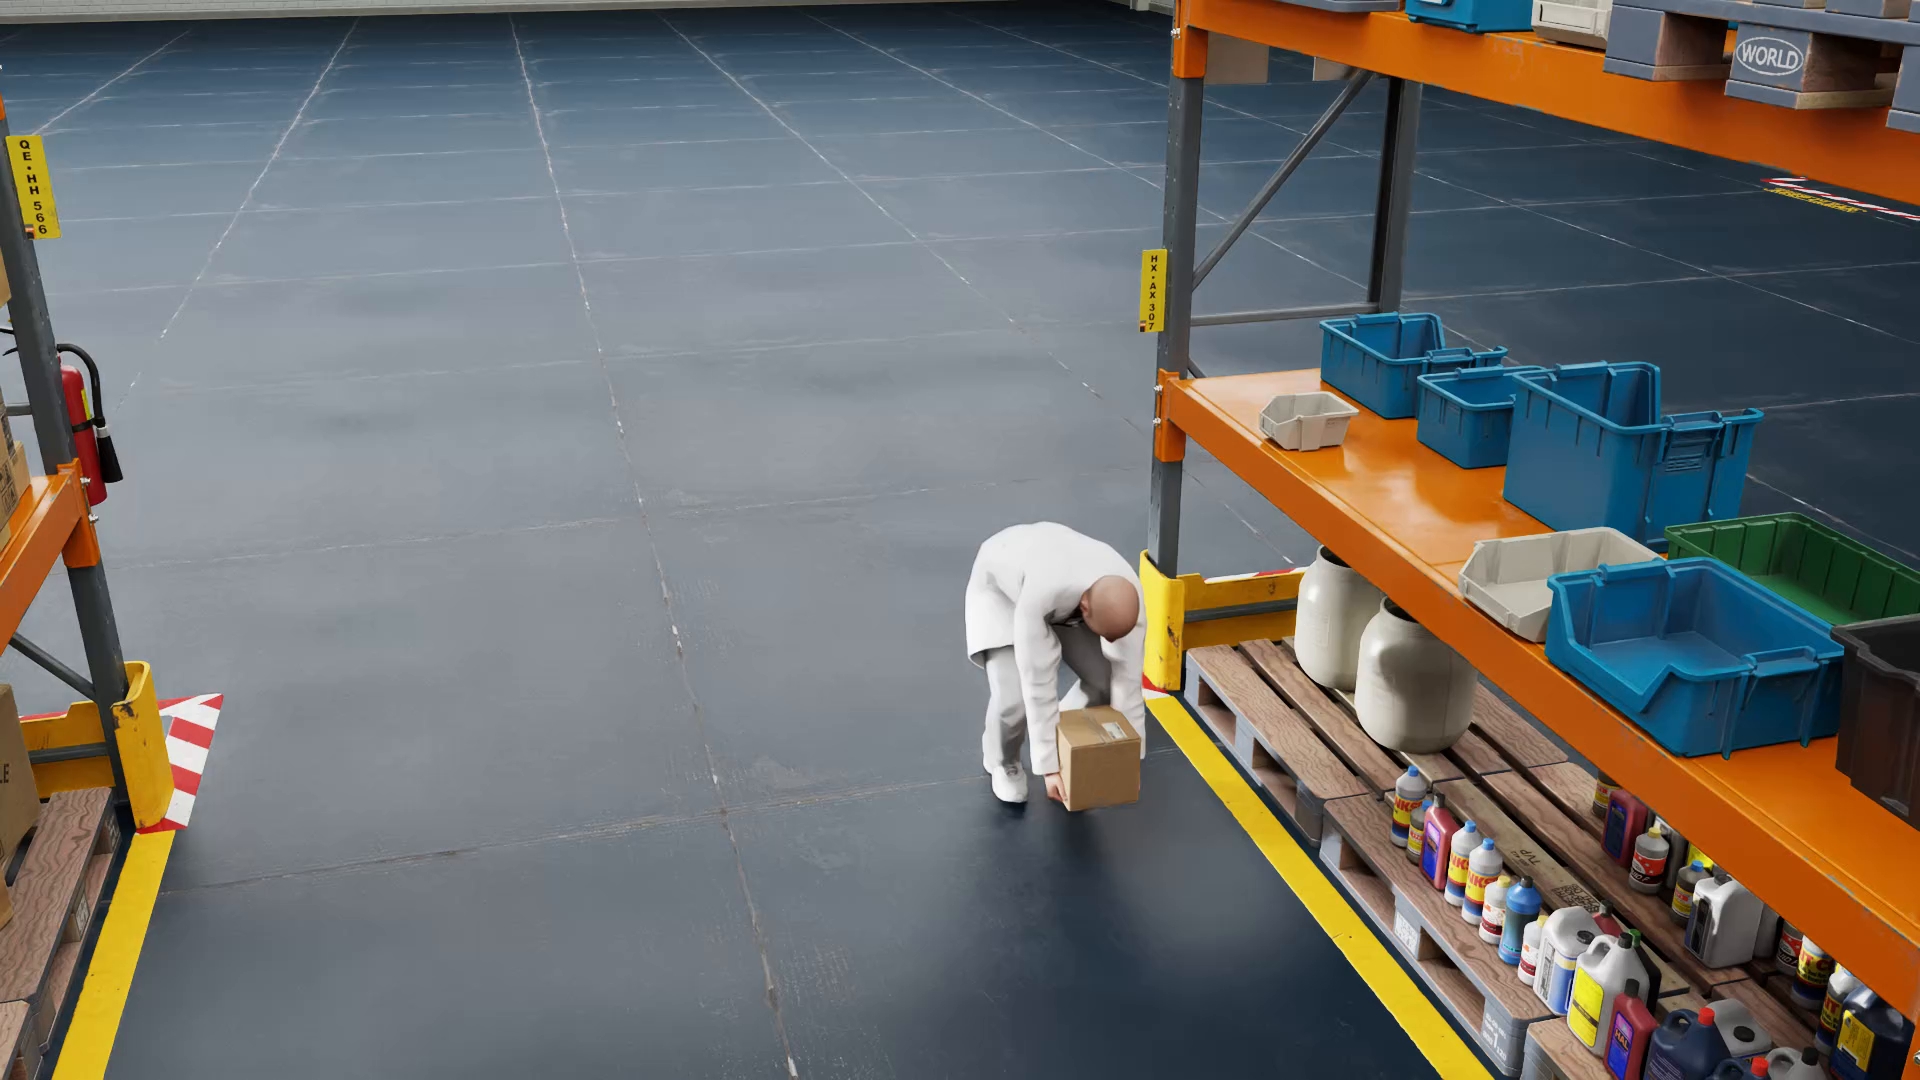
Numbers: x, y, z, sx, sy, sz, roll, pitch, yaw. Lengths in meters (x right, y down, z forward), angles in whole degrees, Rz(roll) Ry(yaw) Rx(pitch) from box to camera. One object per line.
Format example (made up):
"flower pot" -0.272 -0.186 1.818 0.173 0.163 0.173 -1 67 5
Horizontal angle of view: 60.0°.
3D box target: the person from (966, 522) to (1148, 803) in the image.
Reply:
"person" 0.354 0.482 5.923 0.593 1.033 0.942 -8 24 -19
